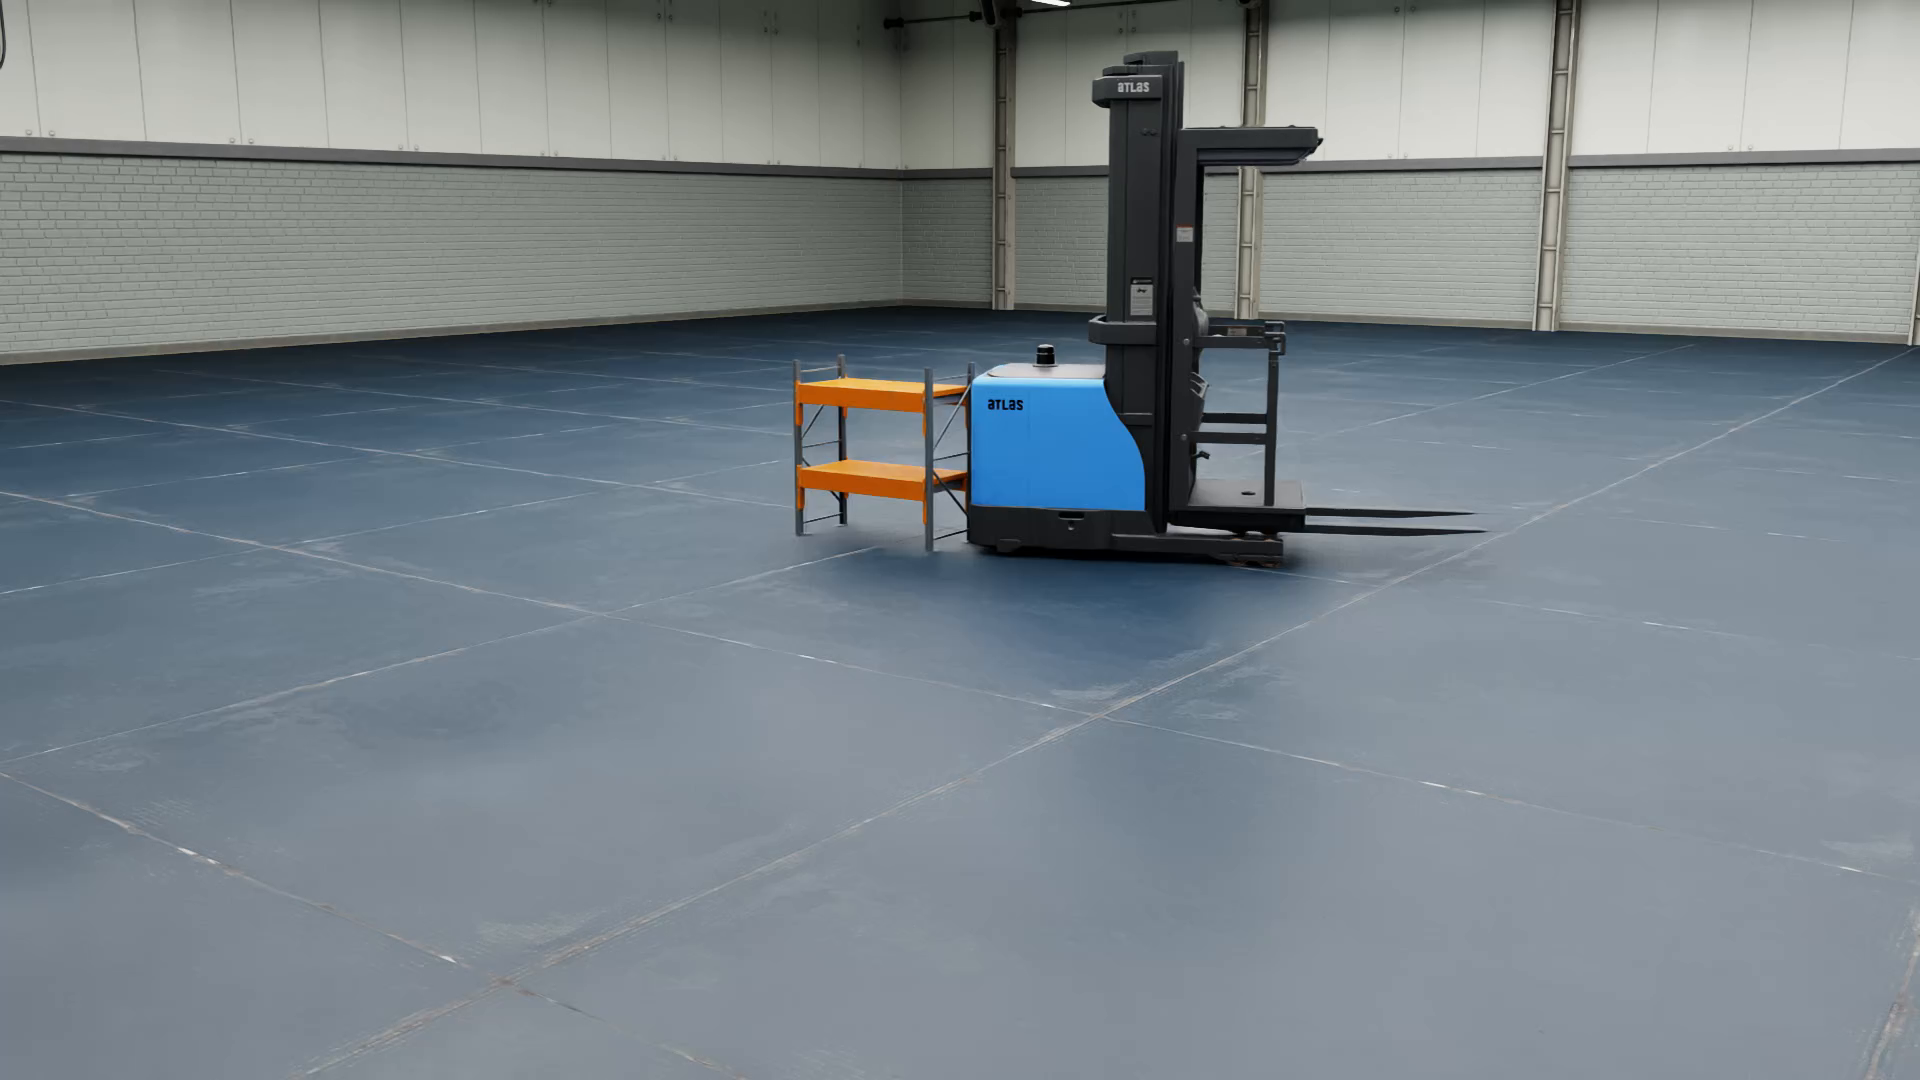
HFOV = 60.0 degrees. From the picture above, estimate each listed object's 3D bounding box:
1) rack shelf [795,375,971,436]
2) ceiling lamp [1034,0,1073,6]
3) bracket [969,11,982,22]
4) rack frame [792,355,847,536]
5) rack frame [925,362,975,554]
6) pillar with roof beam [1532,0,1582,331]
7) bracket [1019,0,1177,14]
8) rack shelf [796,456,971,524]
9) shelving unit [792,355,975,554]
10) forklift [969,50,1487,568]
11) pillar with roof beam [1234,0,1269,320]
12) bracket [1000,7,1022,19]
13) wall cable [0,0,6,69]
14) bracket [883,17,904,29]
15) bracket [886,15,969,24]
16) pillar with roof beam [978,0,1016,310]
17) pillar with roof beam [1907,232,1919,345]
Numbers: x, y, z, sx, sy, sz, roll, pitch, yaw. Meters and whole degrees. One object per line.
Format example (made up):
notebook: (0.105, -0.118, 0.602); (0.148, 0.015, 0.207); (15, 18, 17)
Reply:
rack shelf: (-0.481, -0.851, 10.426); (1.000, 0.278, 0.538); (7, 13, 33)
ceiling lamp: (1.148, -11.248, 29.613); (0.800, 3.185, 2.000); (8, 13, 36)
bracket: (0.426, -11.336, 35.957); (0.430, 0.232, 0.235); (8, 13, 36)
rack frame: (-0.902, -0.618, 10.760); (0.032, 1.125, 0.500); (7, 13, 33)
rack frame: (-0.059, -0.510, 10.203); (0.032, 1.125, 0.500); (7, 13, 33)
pillar with roof beam: (8.094, -7.568, 25.958); (0.400, 9.000, 9.100); (8, 13, 36)
bracket: (3.171, -10.953, 33.977); (4.783, 0.066, 0.076); (8, 13, 36)
rack shelf: (-0.481, -0.324, 10.528); (1.000, 0.278, 0.538); (7, 13, 33)
shelving unit: (-0.481, -0.564, 10.482); (1.048, 1.125, 0.538); (7, 13, 33)
forklift: (1.624, -1.387, 9.981); (3.031, 2.935, 1.130); (2, 11, 10)
pillar with roof beam: (3.258, -8.243, 29.445); (0.548, 9.000, 9.100); (8, 13, 36)
bracket: (1.095, -11.243, 35.475); (0.430, 0.232, 0.235); (8, 13, 36)
wall cable: (-13.635, -8.409, 21.350); (0.169, 6.003, 2.305); (8, 13, 36)
bracket: (-1.485, -11.602, 37.334); (0.430, 0.232, 0.235); (8, 13, 36)
bracket: (-1.009, -11.536, 36.991); (3.189, 0.066, 0.076); (8, 13, 36)
pillar with roof beam: (-1.578, -8.917, 32.932); (0.548, 9.000, 9.100); (8, 13, 36)
pillar with roof beam: (12.930, -6.894, 22.471); (0.400, 9.000, 9.100); (8, 13, 36)
